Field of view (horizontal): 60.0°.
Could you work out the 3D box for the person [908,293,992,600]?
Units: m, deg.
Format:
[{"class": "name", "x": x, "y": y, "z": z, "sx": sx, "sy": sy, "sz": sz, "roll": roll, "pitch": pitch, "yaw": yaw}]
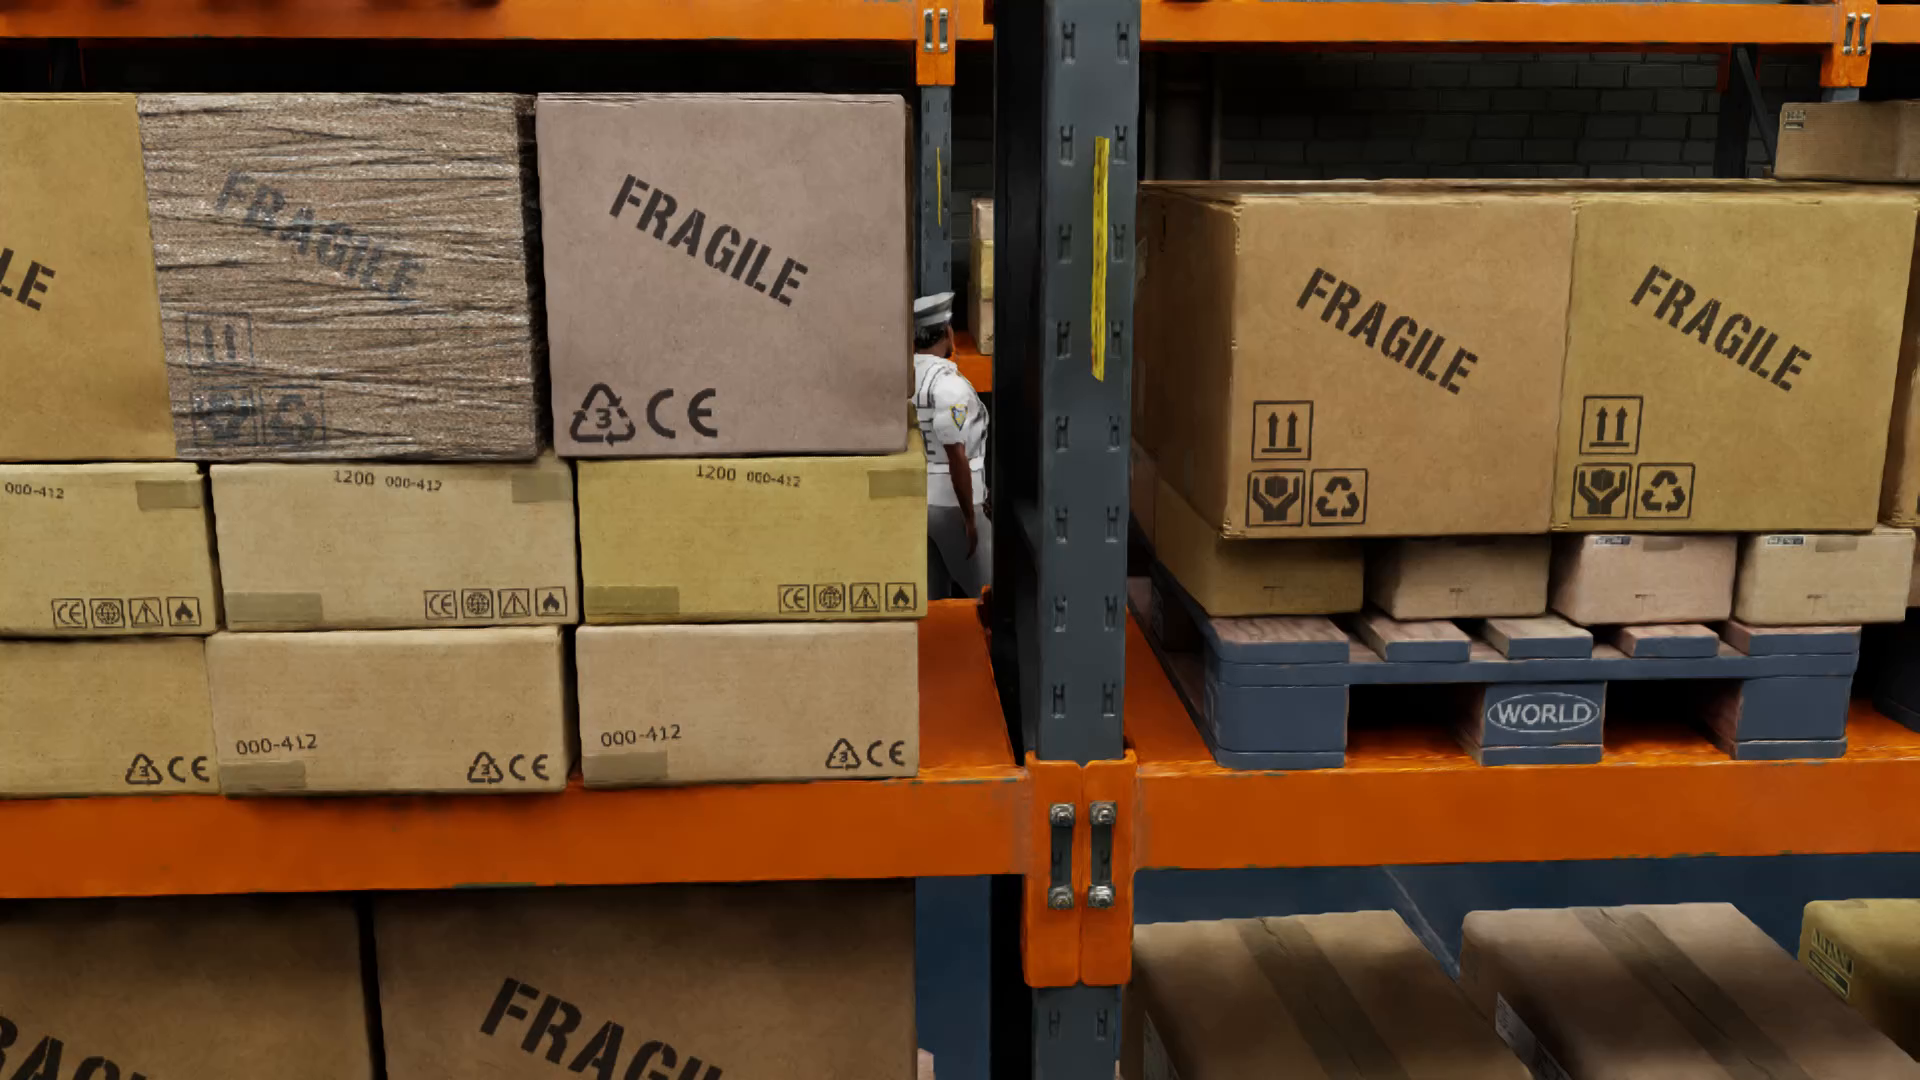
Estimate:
[{"class": "person", "x": 0.037, "y": -0.126, "z": 6.492, "sx": 0.584, "sy": 1.662, "sz": 0.468, "roll": -8, "pitch": 16, "yaw": -31}]
